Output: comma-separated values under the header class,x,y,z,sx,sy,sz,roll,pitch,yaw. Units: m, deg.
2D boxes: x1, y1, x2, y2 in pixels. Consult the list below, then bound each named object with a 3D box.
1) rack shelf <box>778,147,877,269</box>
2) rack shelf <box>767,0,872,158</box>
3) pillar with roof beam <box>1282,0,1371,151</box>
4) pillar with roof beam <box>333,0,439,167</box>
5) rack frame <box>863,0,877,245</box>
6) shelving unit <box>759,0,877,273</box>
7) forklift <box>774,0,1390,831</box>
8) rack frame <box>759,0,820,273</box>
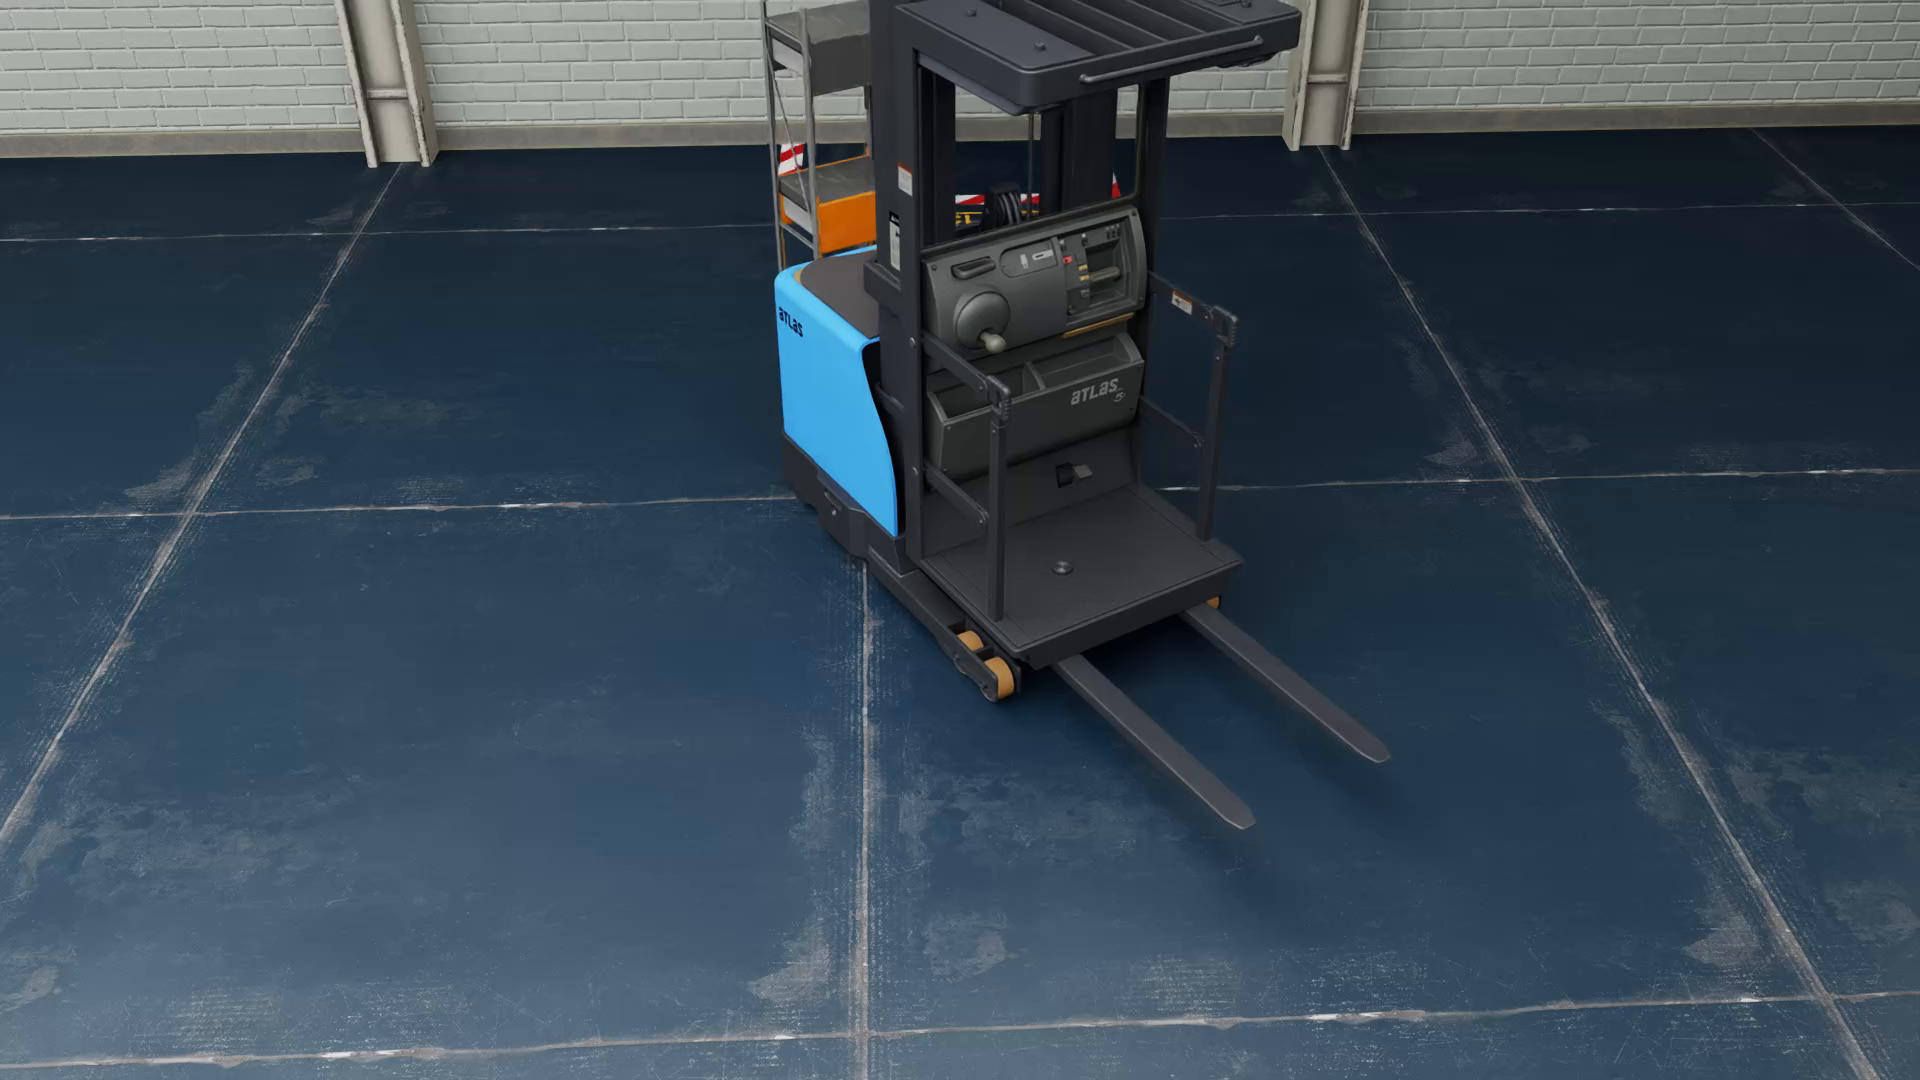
class,x,y,z,sx,sy,sz,roll,pitch,yaw
rack shelf,-0.512,-1.405,7.455,0.480,0.518,0.431,-20,39,-26
rack shelf,-0.515,-1.983,7.061,0.480,0.518,0.431,-20,39,-26
pillar with roof beam,2.572,-3.911,4.994,0.400,9.000,9.100,-2,35,-2
pillar with roof beam,-3.422,-3.749,4.760,0.400,9.000,9.100,-2,35,-2
rack frame,-0.306,-1.490,7.555,0.015,2.100,0.400,-20,39,-26
shelving unit,-0.512,-1.416,7.448,0.503,2.100,0.431,-20,39,-26
forklift,0.409,-0.896,5.970,1.130,2.935,3.031,-20,39,-26
rack frame,-0.718,-1.342,7.341,0.015,2.100,0.400,-20,39,-26
